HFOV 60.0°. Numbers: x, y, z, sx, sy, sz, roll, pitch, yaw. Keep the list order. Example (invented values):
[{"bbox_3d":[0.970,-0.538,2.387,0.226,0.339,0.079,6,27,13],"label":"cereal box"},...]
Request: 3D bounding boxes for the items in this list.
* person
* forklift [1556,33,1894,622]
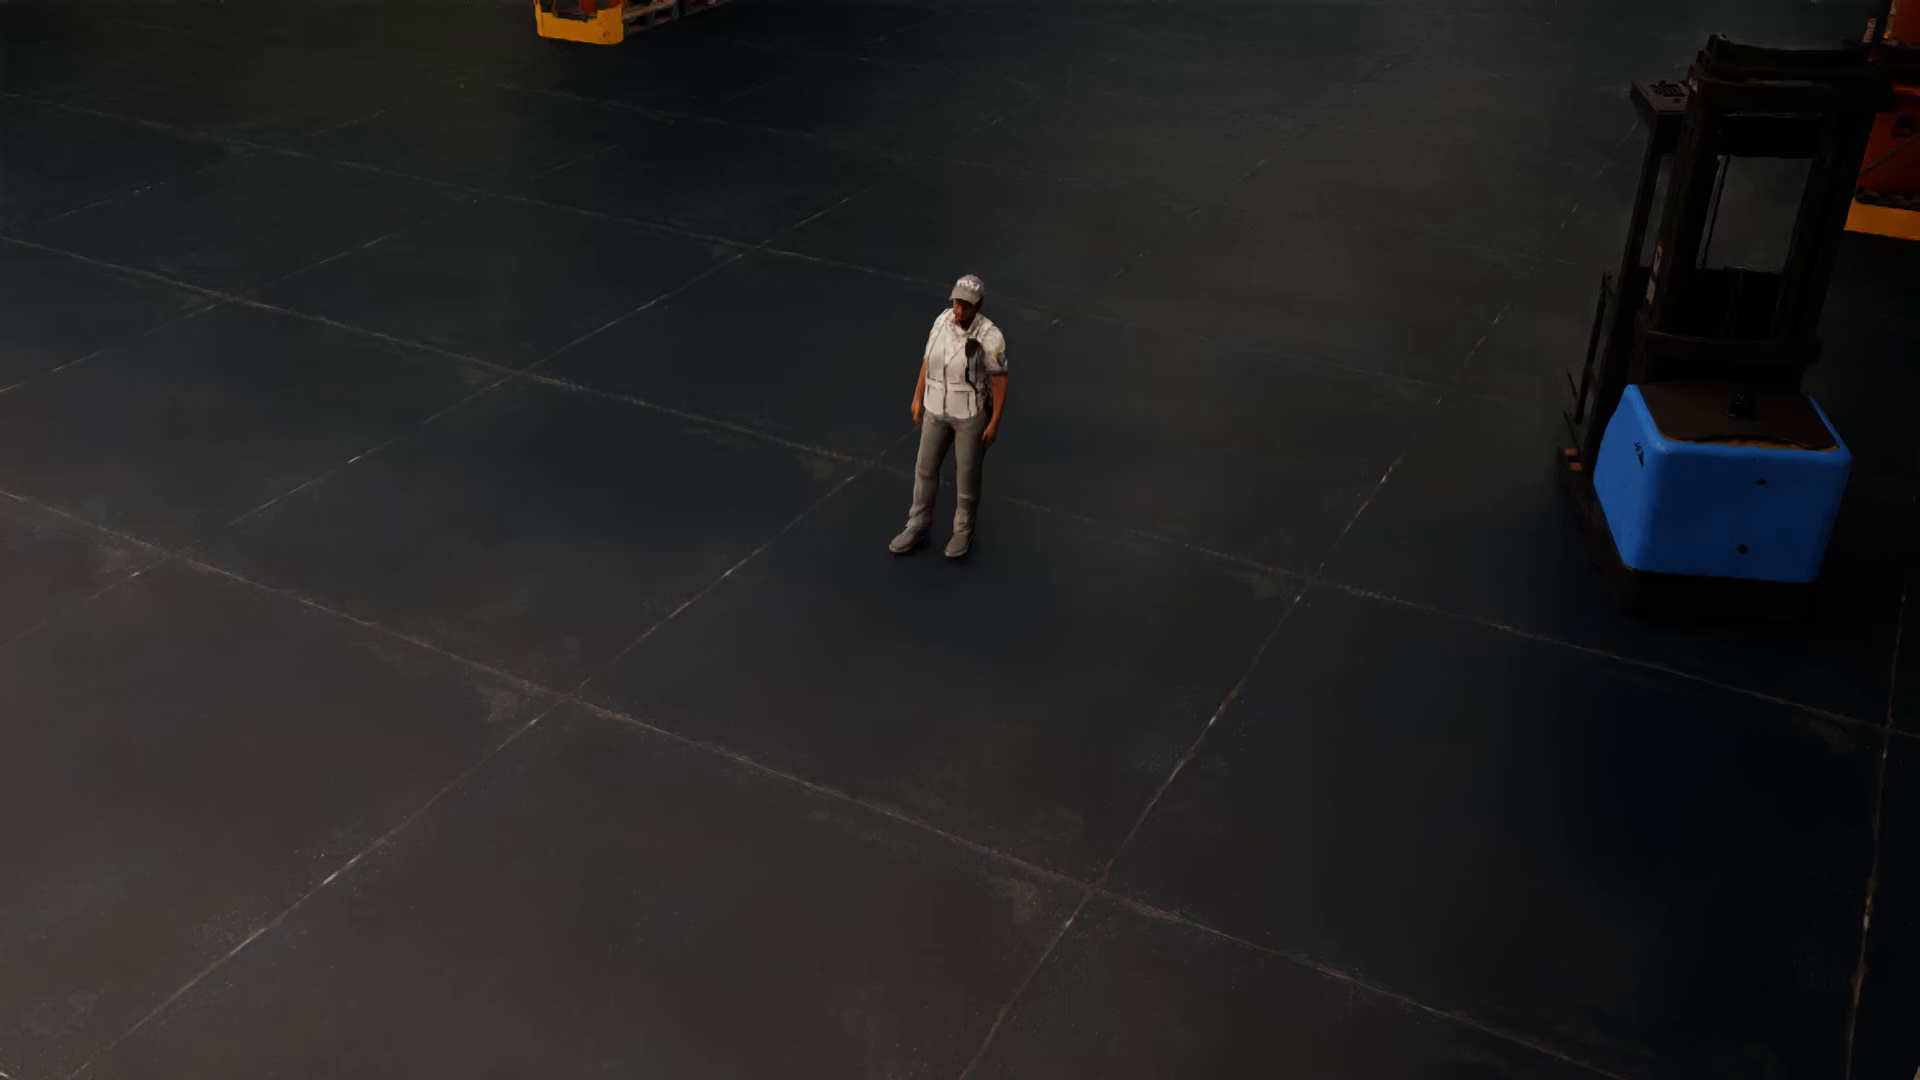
[{"bbox_3d":[-0.057,-0.700,9.534,0.598,1.669,0.529,15,33,25],"label":"person"},{"bbox_3d":[4.378,-1.541,9.740,1.130,2.935,3.031,4,30,8],"label":"forklift"}]
